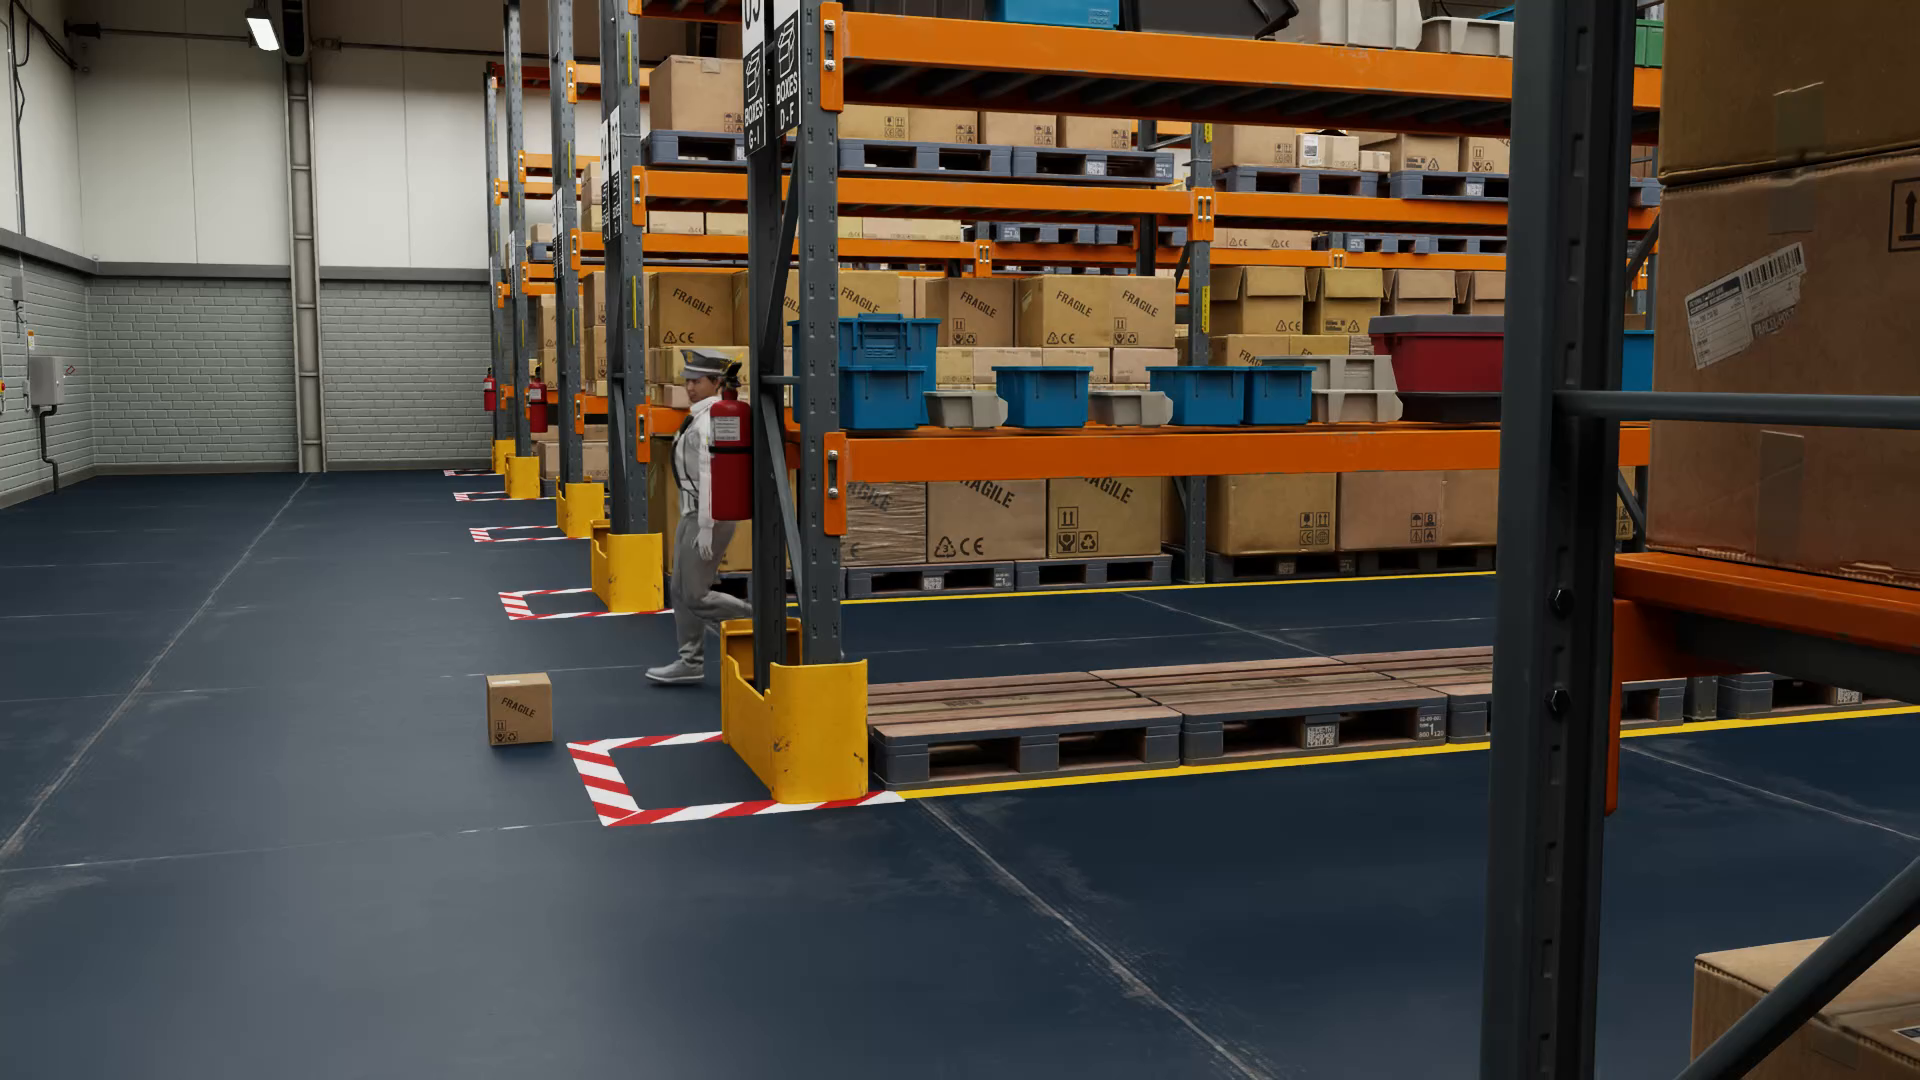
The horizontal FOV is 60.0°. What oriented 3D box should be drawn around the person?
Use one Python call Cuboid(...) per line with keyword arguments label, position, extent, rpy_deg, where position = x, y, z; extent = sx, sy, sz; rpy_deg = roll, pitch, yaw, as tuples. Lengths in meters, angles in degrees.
Cuboid(label="person", position=(-1.176, -0.102, 7.997), extent=(0.682, 1.626, 0.535), rpy_deg=(-1, 6, -13))
